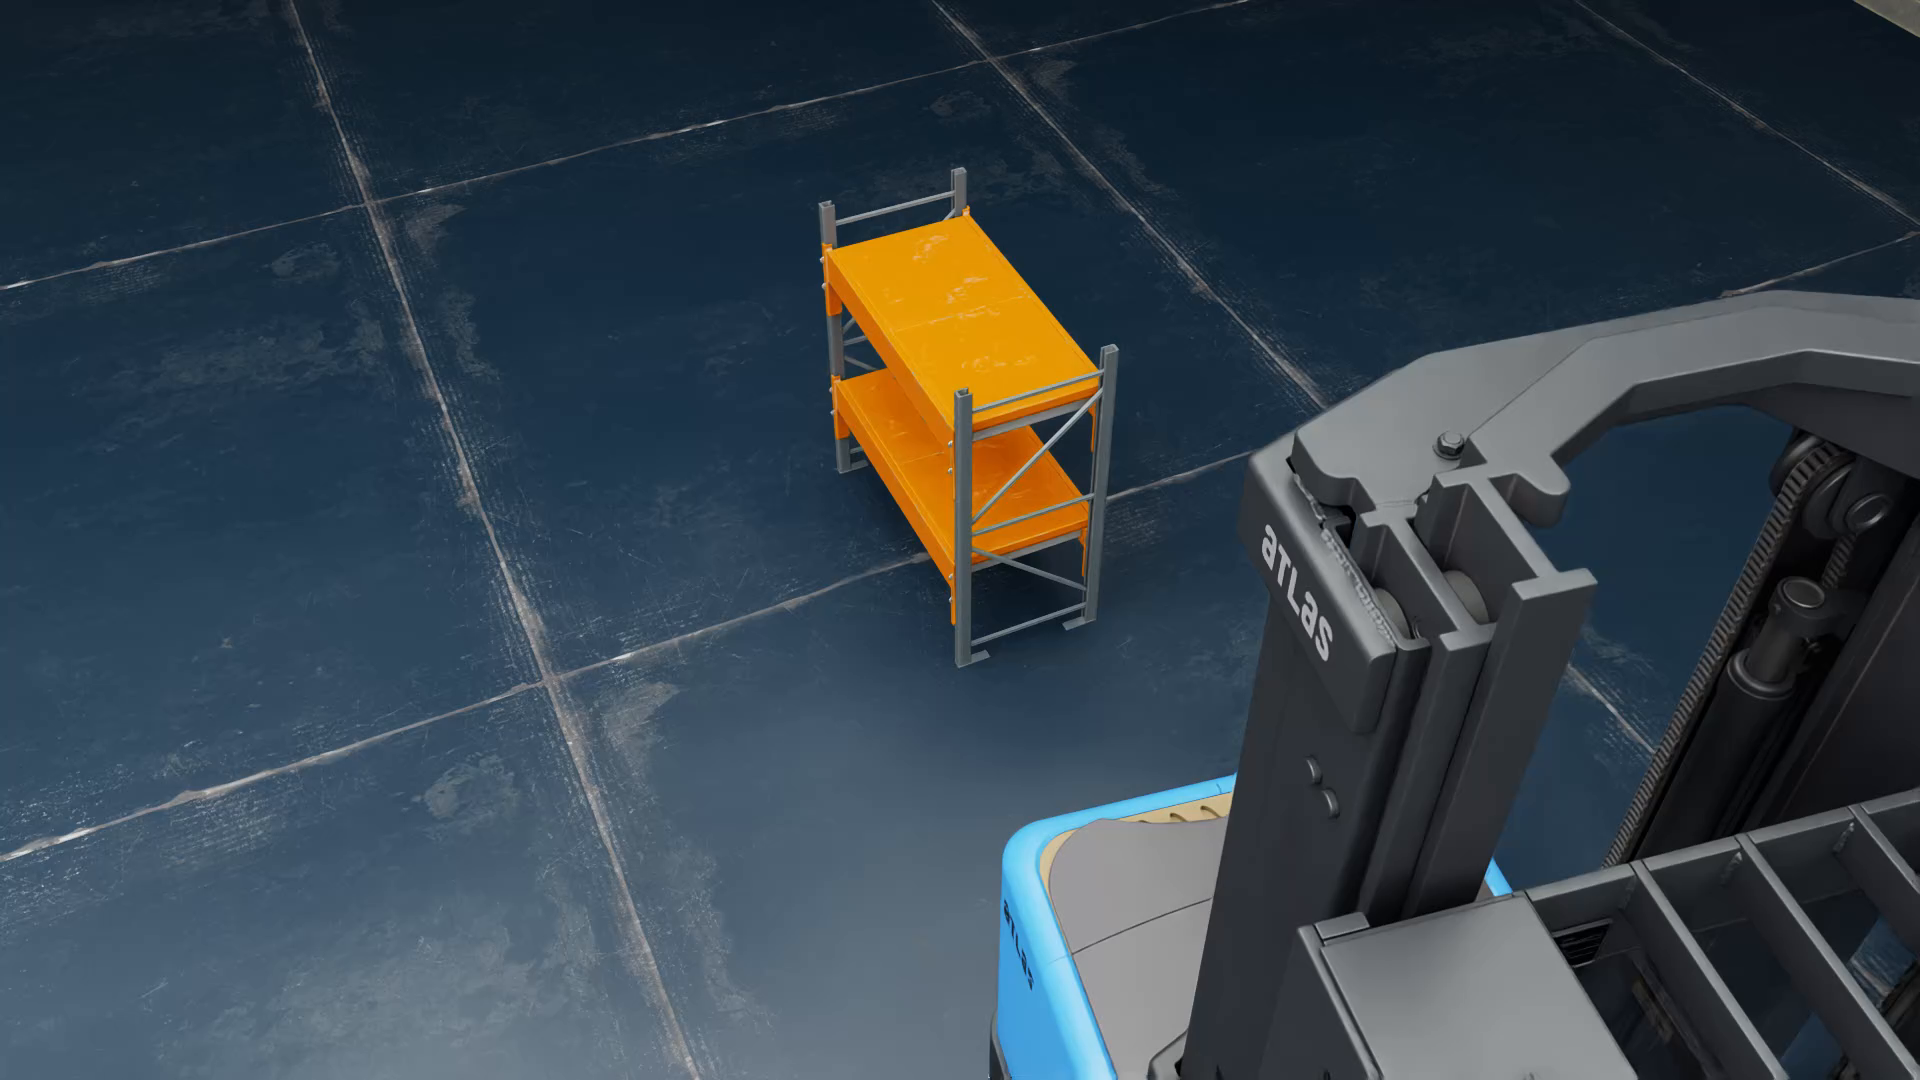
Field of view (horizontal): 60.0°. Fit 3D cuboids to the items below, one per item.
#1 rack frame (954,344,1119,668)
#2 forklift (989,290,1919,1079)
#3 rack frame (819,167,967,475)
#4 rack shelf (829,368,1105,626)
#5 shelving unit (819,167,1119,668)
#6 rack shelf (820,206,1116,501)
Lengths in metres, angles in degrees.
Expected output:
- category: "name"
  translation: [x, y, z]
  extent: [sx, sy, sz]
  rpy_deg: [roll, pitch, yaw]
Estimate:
- category: "rack frame"
  translation: [0.217, -0.072, 5.022]
  extent: [0.500, 1.125, 0.032]
  rpy_deg: [-18, 47, -17]
- category: "forklift"
  translation: [0.965, 1.250, 2.396]
  extent: [1.130, 2.935, 3.031]
  rpy_deg: [-11, 46, -11]
- category: "rack frame"
  translation: [-0.211, -0.720, 5.679]
  extent: [0.500, 1.125, 0.032]
  rpy_deg: [-18, 47, -17]
- category: "rack shelf"
  translation: [0.003, -0.222, 5.522]
  extent: [0.538, 0.278, 1.000]
  rpy_deg: [-18, 47, -17]
- category: "shelving unit"
  translation: [0.003, -0.396, 5.351]
  extent: [0.538, 1.125, 1.048]
  rpy_deg: [-18, 47, -17]
- category: "rack shelf"
  translation: [0.003, -0.604, 5.145]
  extent: [0.538, 0.278, 1.000]
  rpy_deg: [-18, 47, -17]
